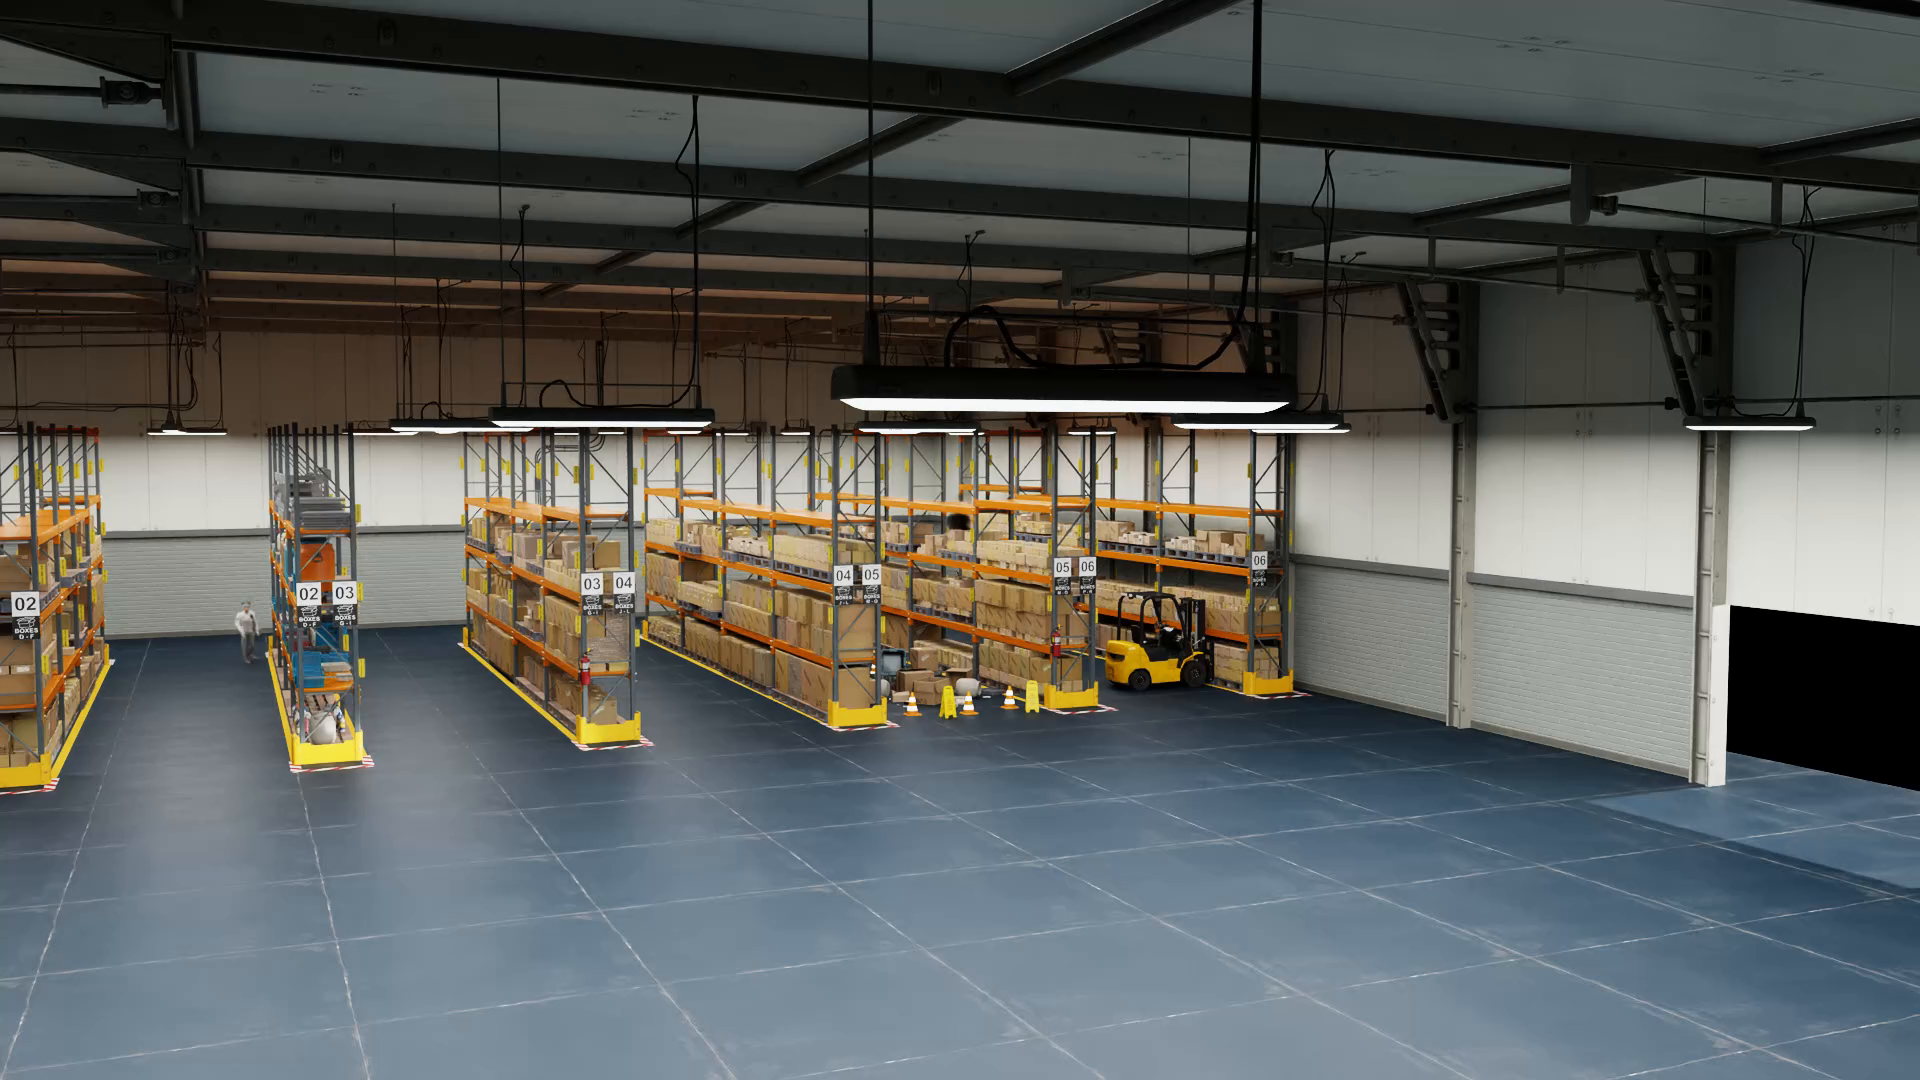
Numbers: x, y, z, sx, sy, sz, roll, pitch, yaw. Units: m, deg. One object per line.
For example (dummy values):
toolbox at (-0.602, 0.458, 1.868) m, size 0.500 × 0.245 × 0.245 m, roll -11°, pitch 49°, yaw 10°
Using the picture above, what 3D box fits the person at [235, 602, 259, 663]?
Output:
person at (-18.161, 2.338, 42.307) m, size 0.572 × 1.601 × 0.717 m, roll -2°, pitch 4°, yaw -34°

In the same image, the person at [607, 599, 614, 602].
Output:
person at (-9.911, 1.939, 47.905) m, size 0.706 × 1.835 × 0.752 m, roll 0°, pitch 3°, yaw -2°
